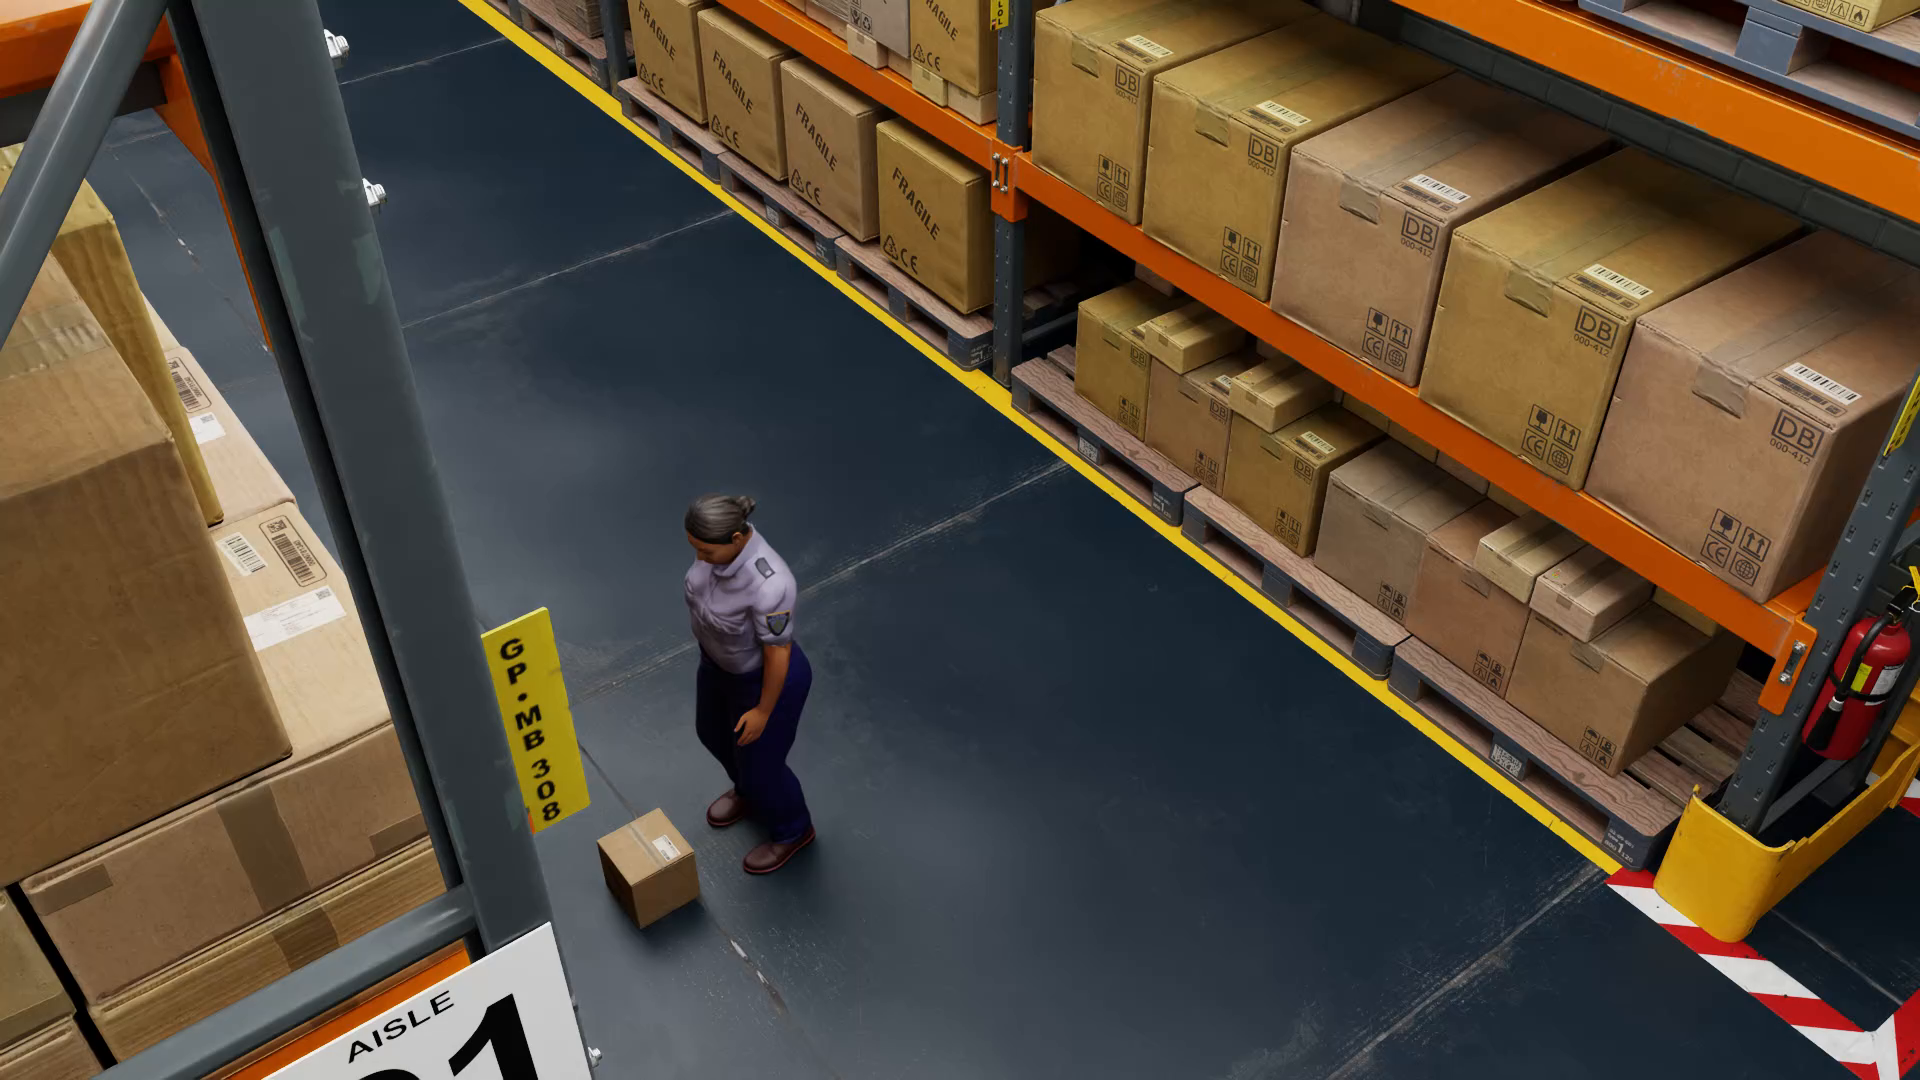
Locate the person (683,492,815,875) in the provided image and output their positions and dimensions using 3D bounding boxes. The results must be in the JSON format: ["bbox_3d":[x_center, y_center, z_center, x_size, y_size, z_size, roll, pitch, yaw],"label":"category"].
[{"bbox_3d":[-0.703,0.463,5.653,0.357,1.626,0.486,-25,47,-27],"label":"person"}]
